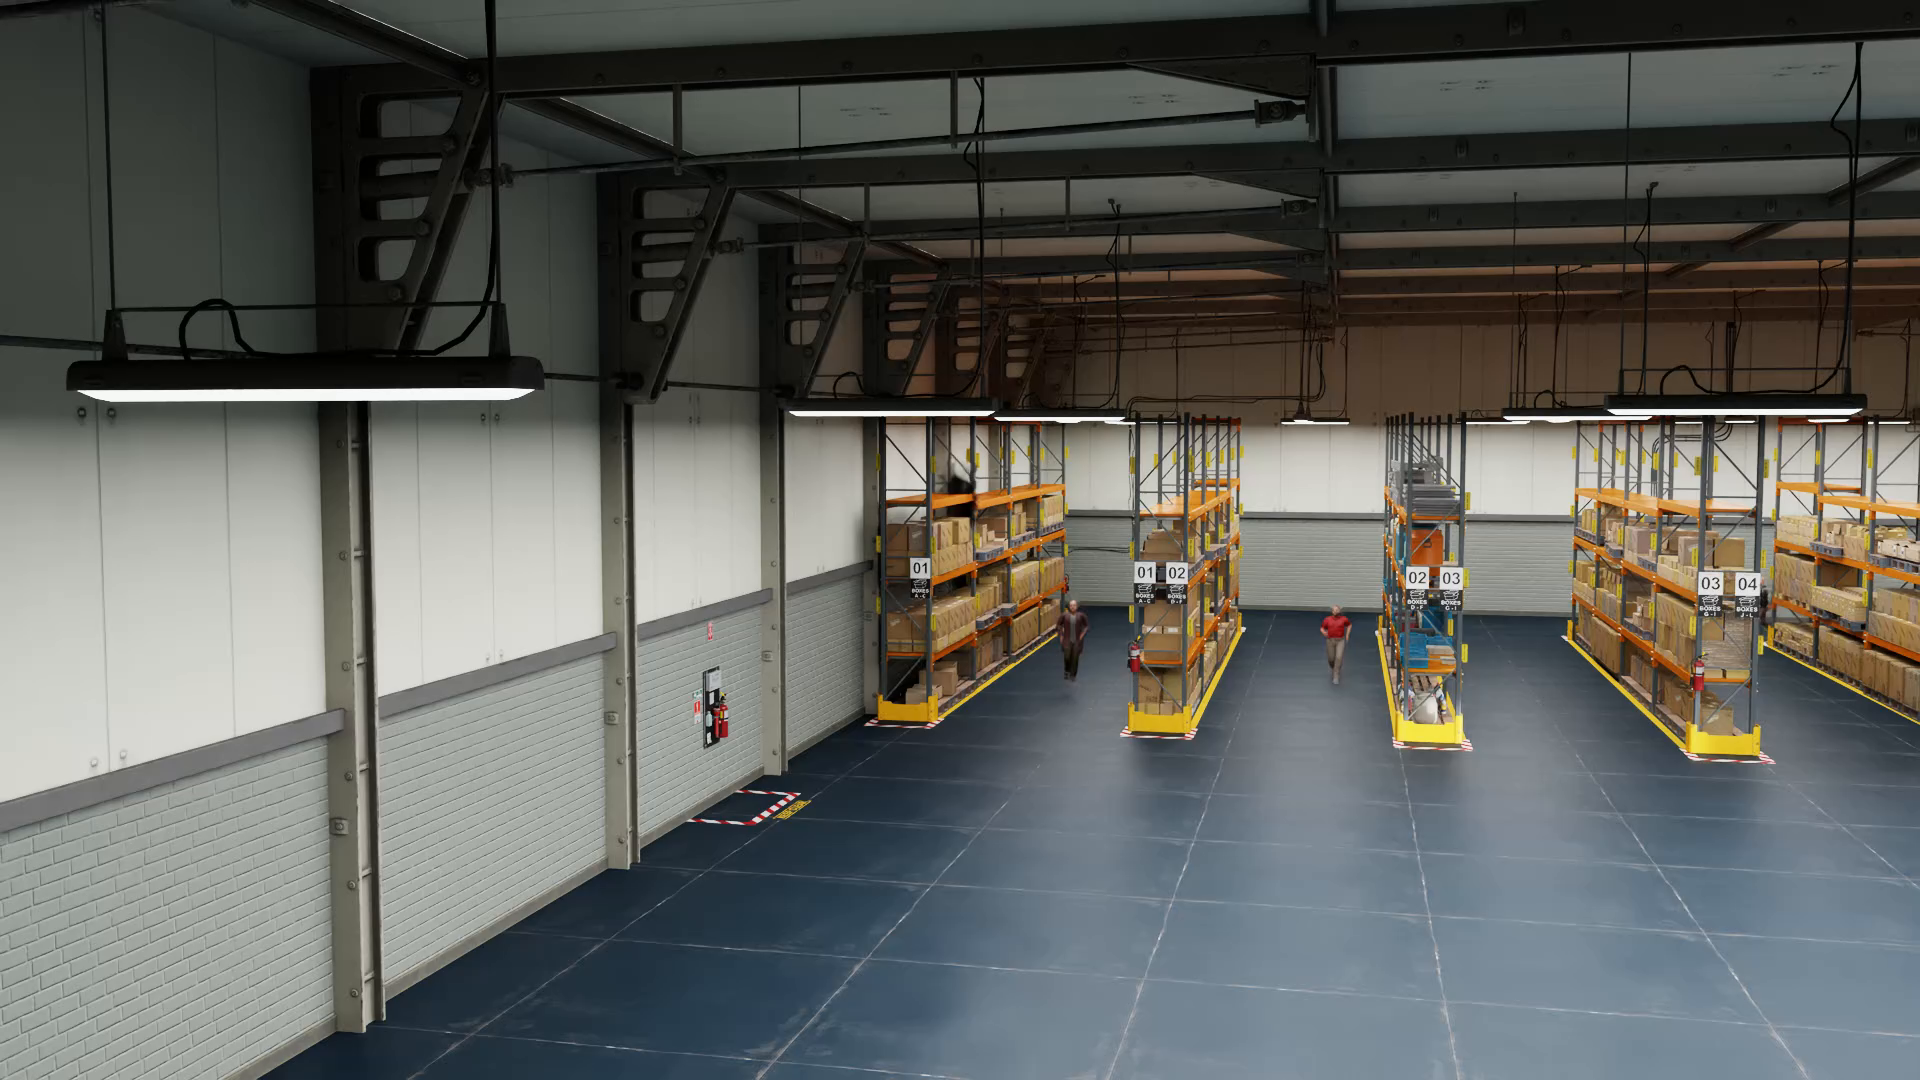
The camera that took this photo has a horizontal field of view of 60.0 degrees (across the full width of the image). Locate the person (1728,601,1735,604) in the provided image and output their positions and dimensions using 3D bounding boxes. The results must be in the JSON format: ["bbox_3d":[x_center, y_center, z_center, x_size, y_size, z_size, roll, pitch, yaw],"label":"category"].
[{"bbox_3d":[20.007,1.919,43.536,0.688,1.755,0.877,3,5,37],"label":"person"}]

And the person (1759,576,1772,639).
[{"bbox_3d":[21.436,1.831,44.556,0.975,1.716,0.682,0,4,6],"label":"person"}]

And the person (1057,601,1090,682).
[{"bbox_3d":[2.422,2.166,35.534,0.722,1.746,0.628,0,4,4],"label":"person"}]

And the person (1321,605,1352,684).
[{"bbox_3d":[8.472,2.338,37.505,0.675,1.734,0.936,1,4,17],"label":"person"}]
